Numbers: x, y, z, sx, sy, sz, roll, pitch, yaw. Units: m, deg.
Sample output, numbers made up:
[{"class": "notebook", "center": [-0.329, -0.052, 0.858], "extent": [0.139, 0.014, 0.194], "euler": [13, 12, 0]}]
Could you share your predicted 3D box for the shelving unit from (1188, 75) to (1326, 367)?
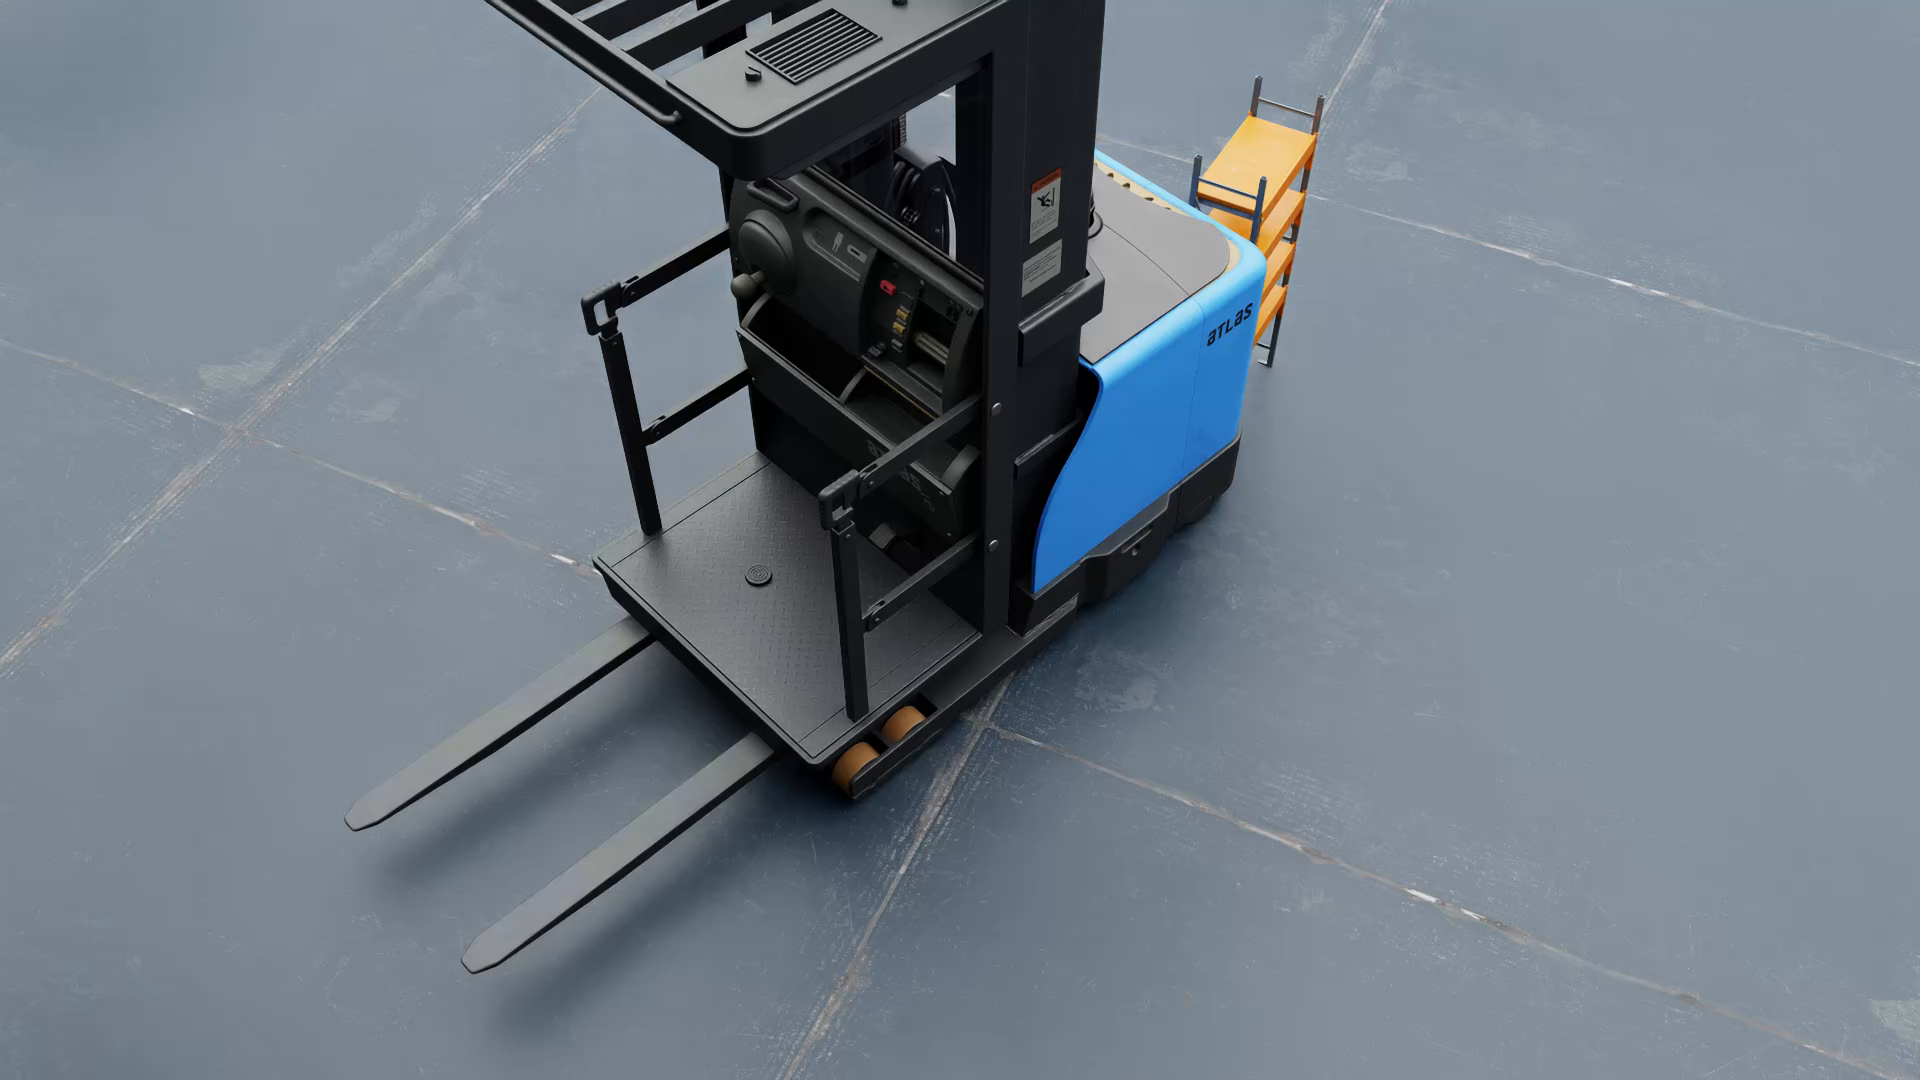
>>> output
[{"class": "shelving unit", "center": [0.960, -0.931, 5.755], "extent": [0.258, 1.200, 0.503], "euler": [23, 53, 18]}]

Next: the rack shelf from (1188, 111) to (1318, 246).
[{"class": "rack shelf", "center": [0.960, -1.186, 5.455], "extent": [0.258, 0.148, 0.480], "euler": [23, 53, 18]}]

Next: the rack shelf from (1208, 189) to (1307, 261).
[{"class": "rack shelf", "center": [0.960, -1.033, 5.635], "extent": [0.258, 0.148, 0.480], "euler": [23, 53, 18]}]

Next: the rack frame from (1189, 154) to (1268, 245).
[{"class": "rack frame", "center": [0.841, -0.769, 5.617], "extent": [0.240, 1.200, 0.015], "euler": [23, 53, 18]}]

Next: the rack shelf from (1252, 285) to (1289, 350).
[{"class": "rack shelf", "center": [0.960, -0.759, 5.957], "extent": [0.258, 0.148, 0.480], "euler": [23, 53, 18]}]

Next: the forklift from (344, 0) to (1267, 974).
[{"class": "forklift", "center": [-0.450, -0.621, 4.354], "extent": [3.031, 2.935, 1.130], "euler": [-36, 58, -27]}]

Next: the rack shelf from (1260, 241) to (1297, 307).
[{"class": "rack shelf", "center": [0.960, -0.888, 5.806], "extent": [0.258, 0.148, 0.480], "euler": [23, 53, 18]}]

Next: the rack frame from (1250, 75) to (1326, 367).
[{"class": "rack frame", "center": [1.080, -1.093, 5.893], "extent": [0.240, 1.200, 0.015], "euler": [23, 53, 18]}]
